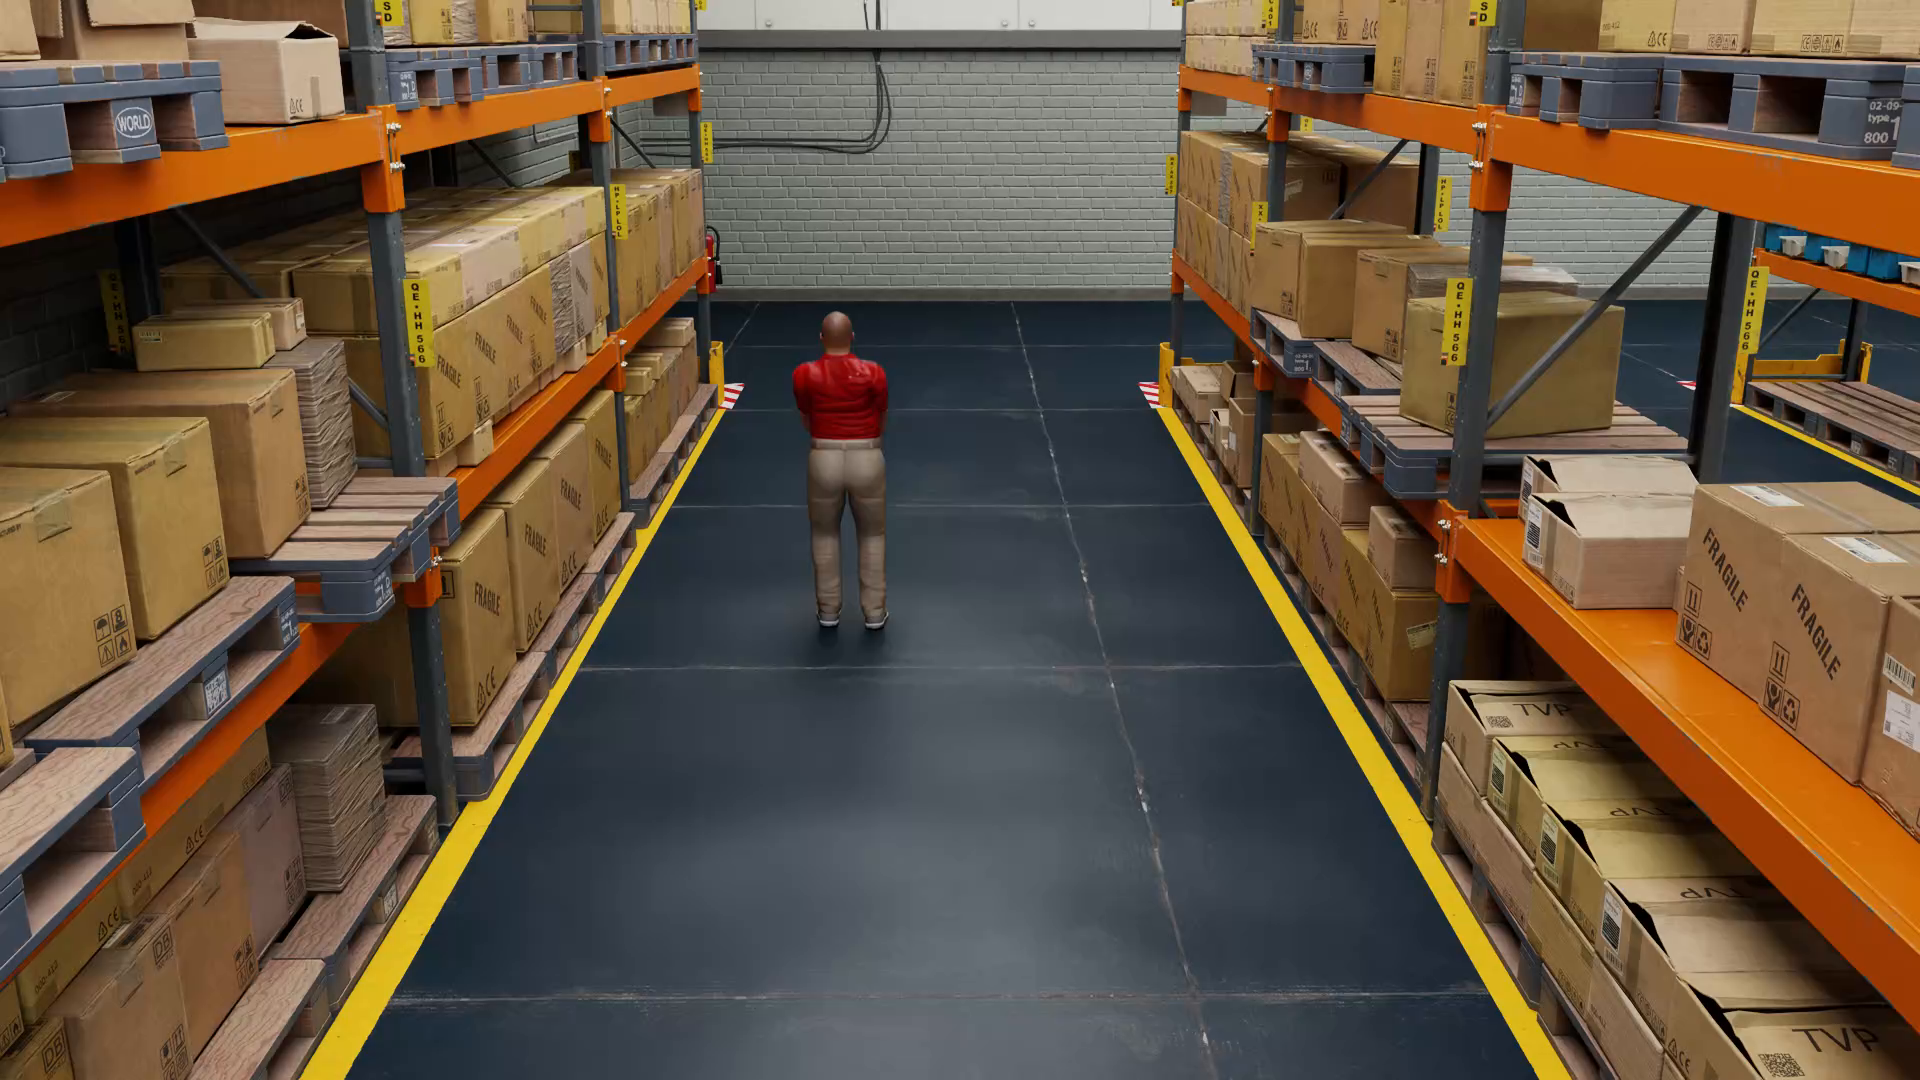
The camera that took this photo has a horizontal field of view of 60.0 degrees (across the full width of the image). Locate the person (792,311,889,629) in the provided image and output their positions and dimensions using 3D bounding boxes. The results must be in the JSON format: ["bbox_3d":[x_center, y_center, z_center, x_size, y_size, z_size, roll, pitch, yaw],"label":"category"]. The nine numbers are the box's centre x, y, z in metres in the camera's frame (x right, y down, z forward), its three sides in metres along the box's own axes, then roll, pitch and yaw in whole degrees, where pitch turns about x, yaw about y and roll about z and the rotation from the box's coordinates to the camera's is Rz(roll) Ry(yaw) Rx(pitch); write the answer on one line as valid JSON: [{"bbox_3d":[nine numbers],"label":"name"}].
[{"bbox_3d":[-0.620,-0.391,8.871,0.493,1.712,0.531,0,17,0],"label":"person"}]
